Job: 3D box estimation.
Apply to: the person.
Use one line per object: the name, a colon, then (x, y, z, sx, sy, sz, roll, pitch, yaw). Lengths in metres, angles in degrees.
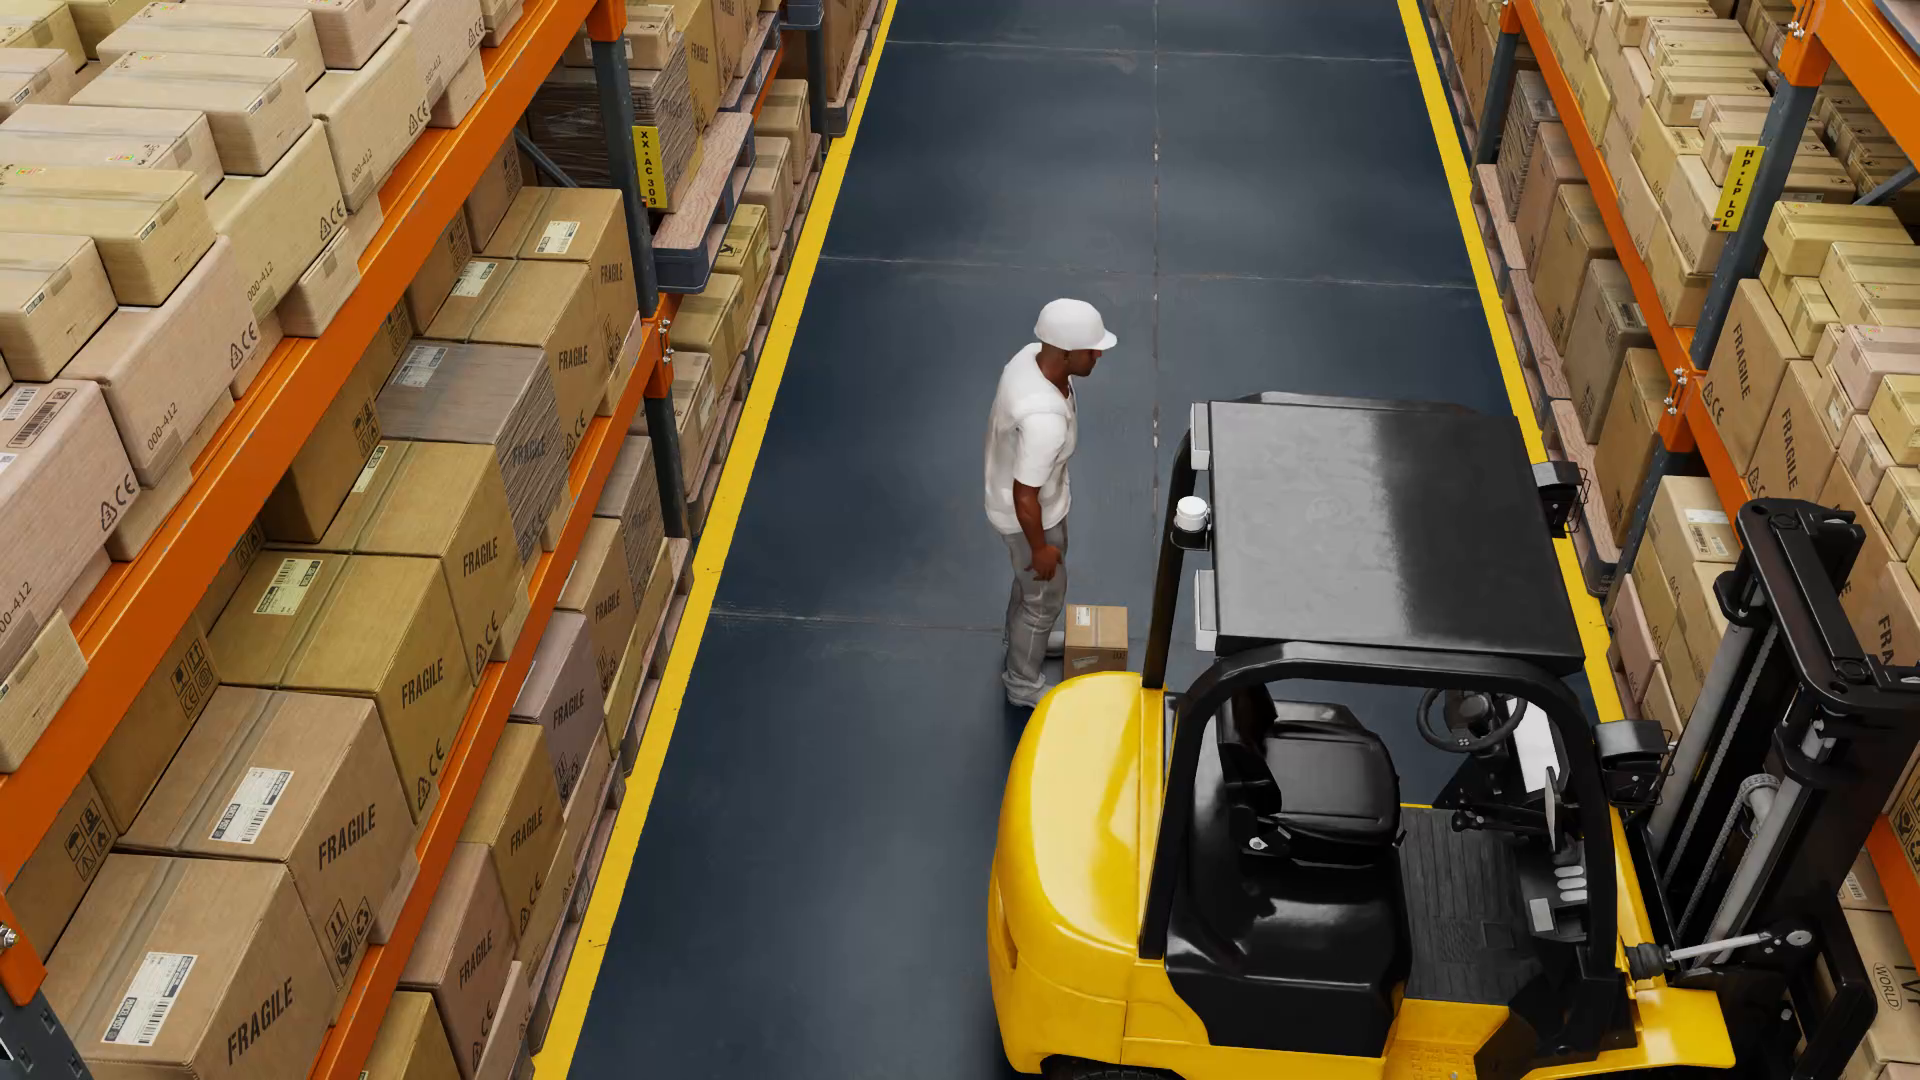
person: (0.319, -0.137, 6.306, 0.461, 1.760, 0.626, 3, 40, 4)
